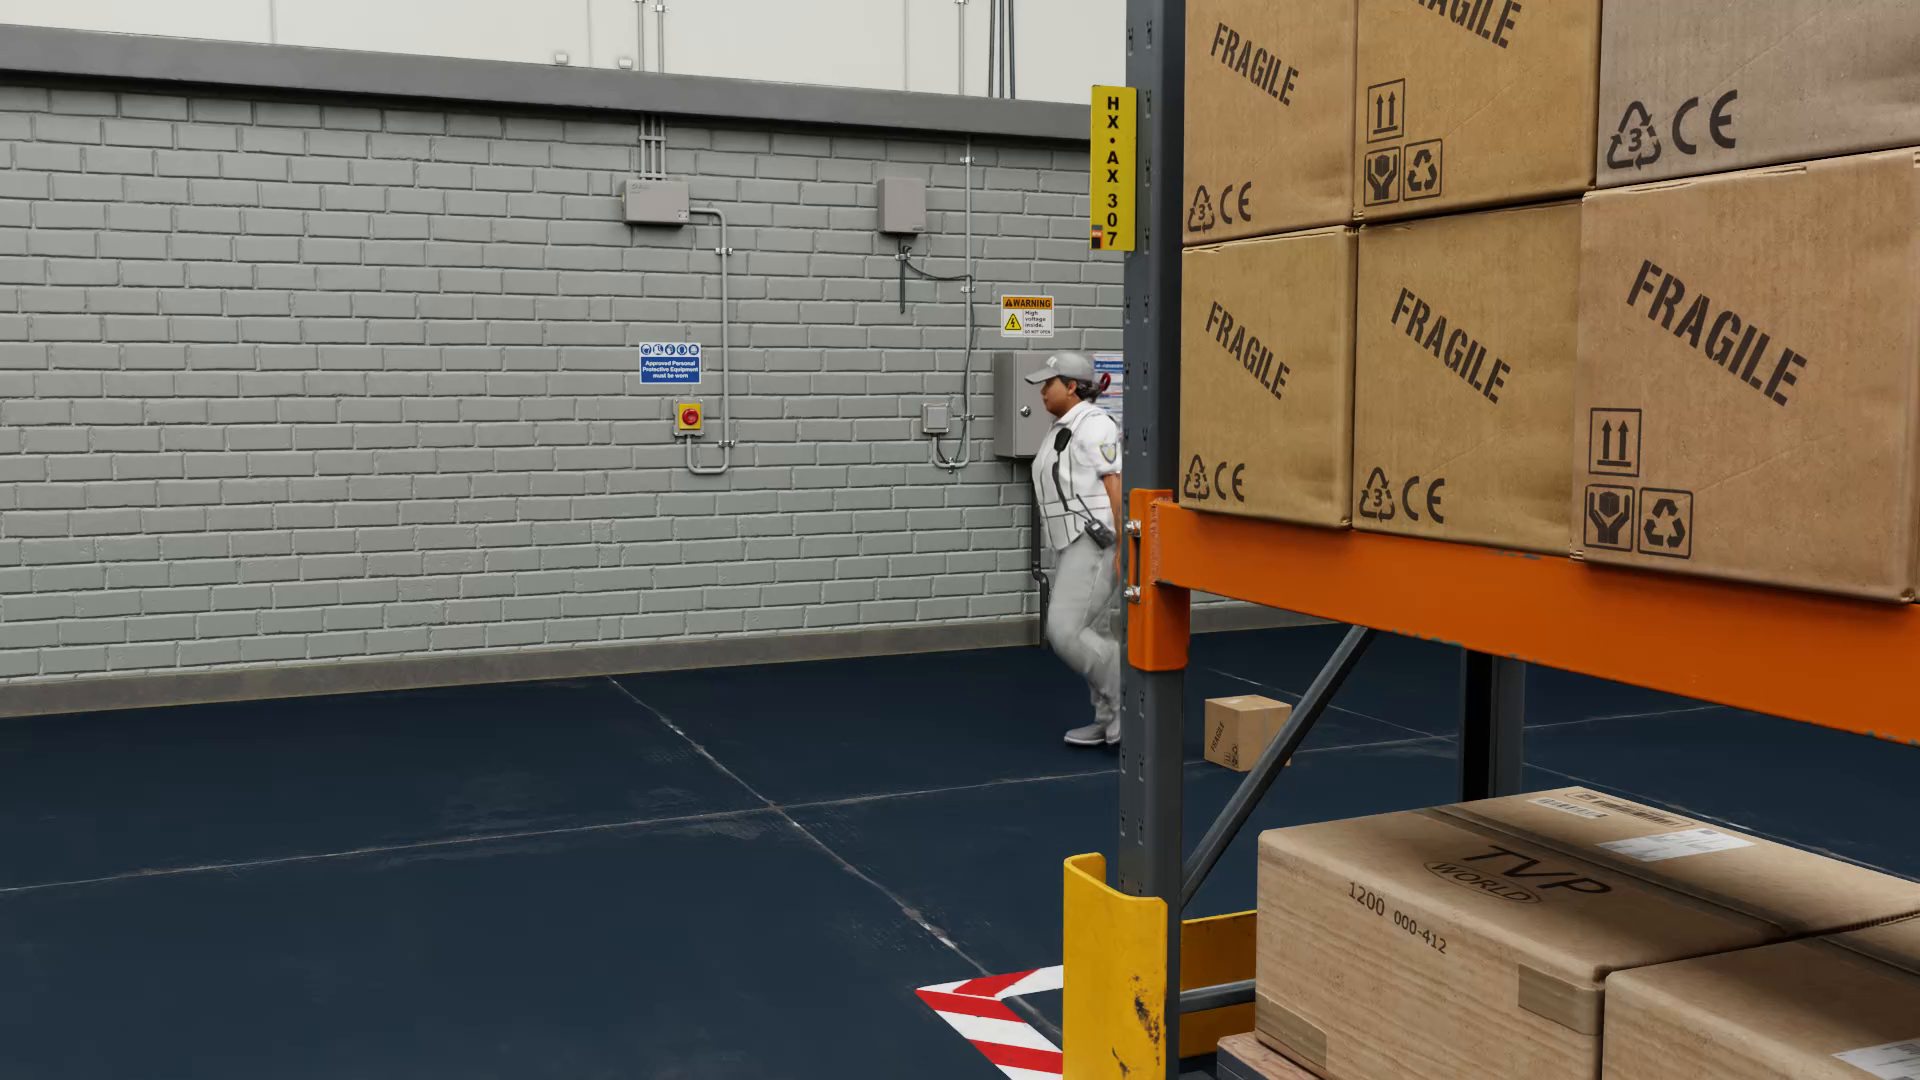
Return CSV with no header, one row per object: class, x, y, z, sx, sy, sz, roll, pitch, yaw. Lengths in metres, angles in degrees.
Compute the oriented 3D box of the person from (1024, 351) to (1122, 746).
person,0.521,0.043,6.942,0.490,1.652,0.540,-1,6,-15
